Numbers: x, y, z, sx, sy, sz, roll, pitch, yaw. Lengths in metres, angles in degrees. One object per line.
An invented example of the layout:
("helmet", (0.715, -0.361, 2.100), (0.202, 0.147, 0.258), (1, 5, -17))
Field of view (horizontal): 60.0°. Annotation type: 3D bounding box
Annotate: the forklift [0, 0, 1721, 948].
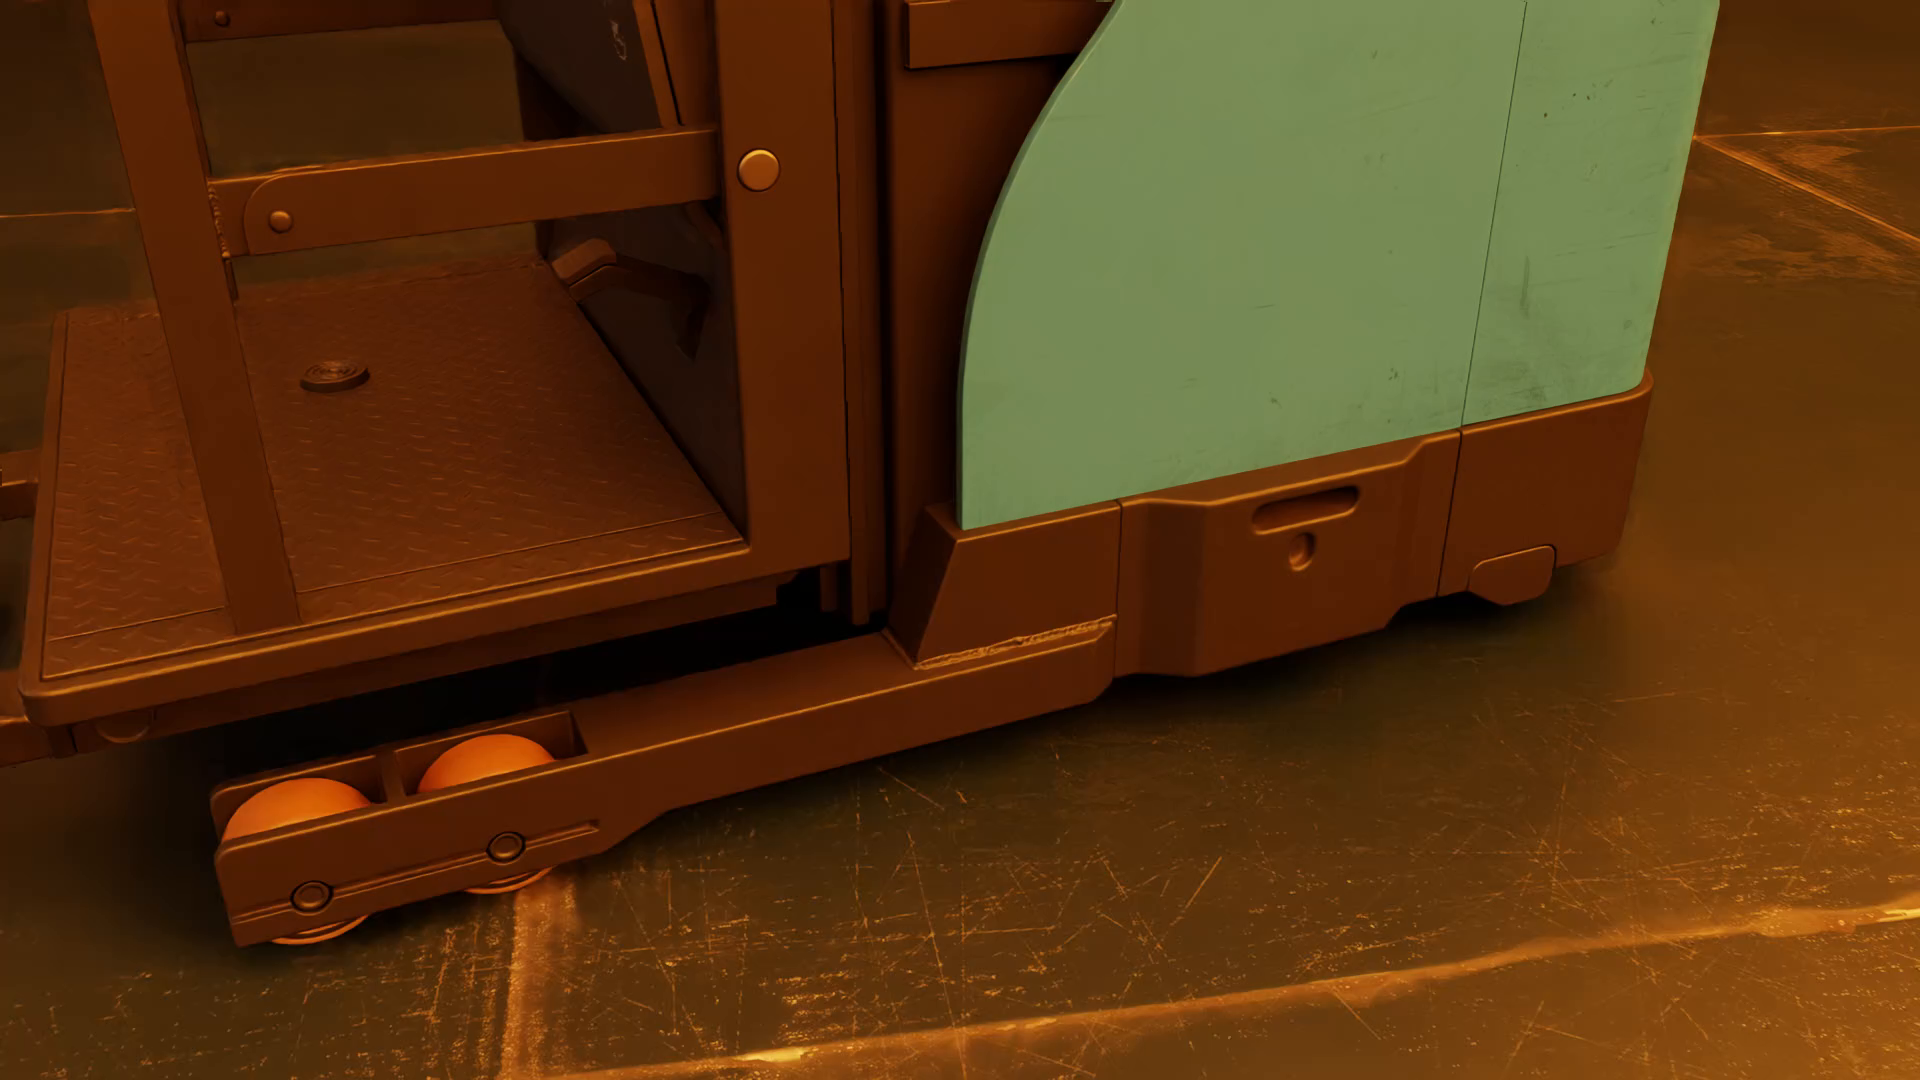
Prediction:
("forklift", (-0.621, -1.161, 1.561), (3.031, 2.935, 1.130), (-12, 30, -21))
